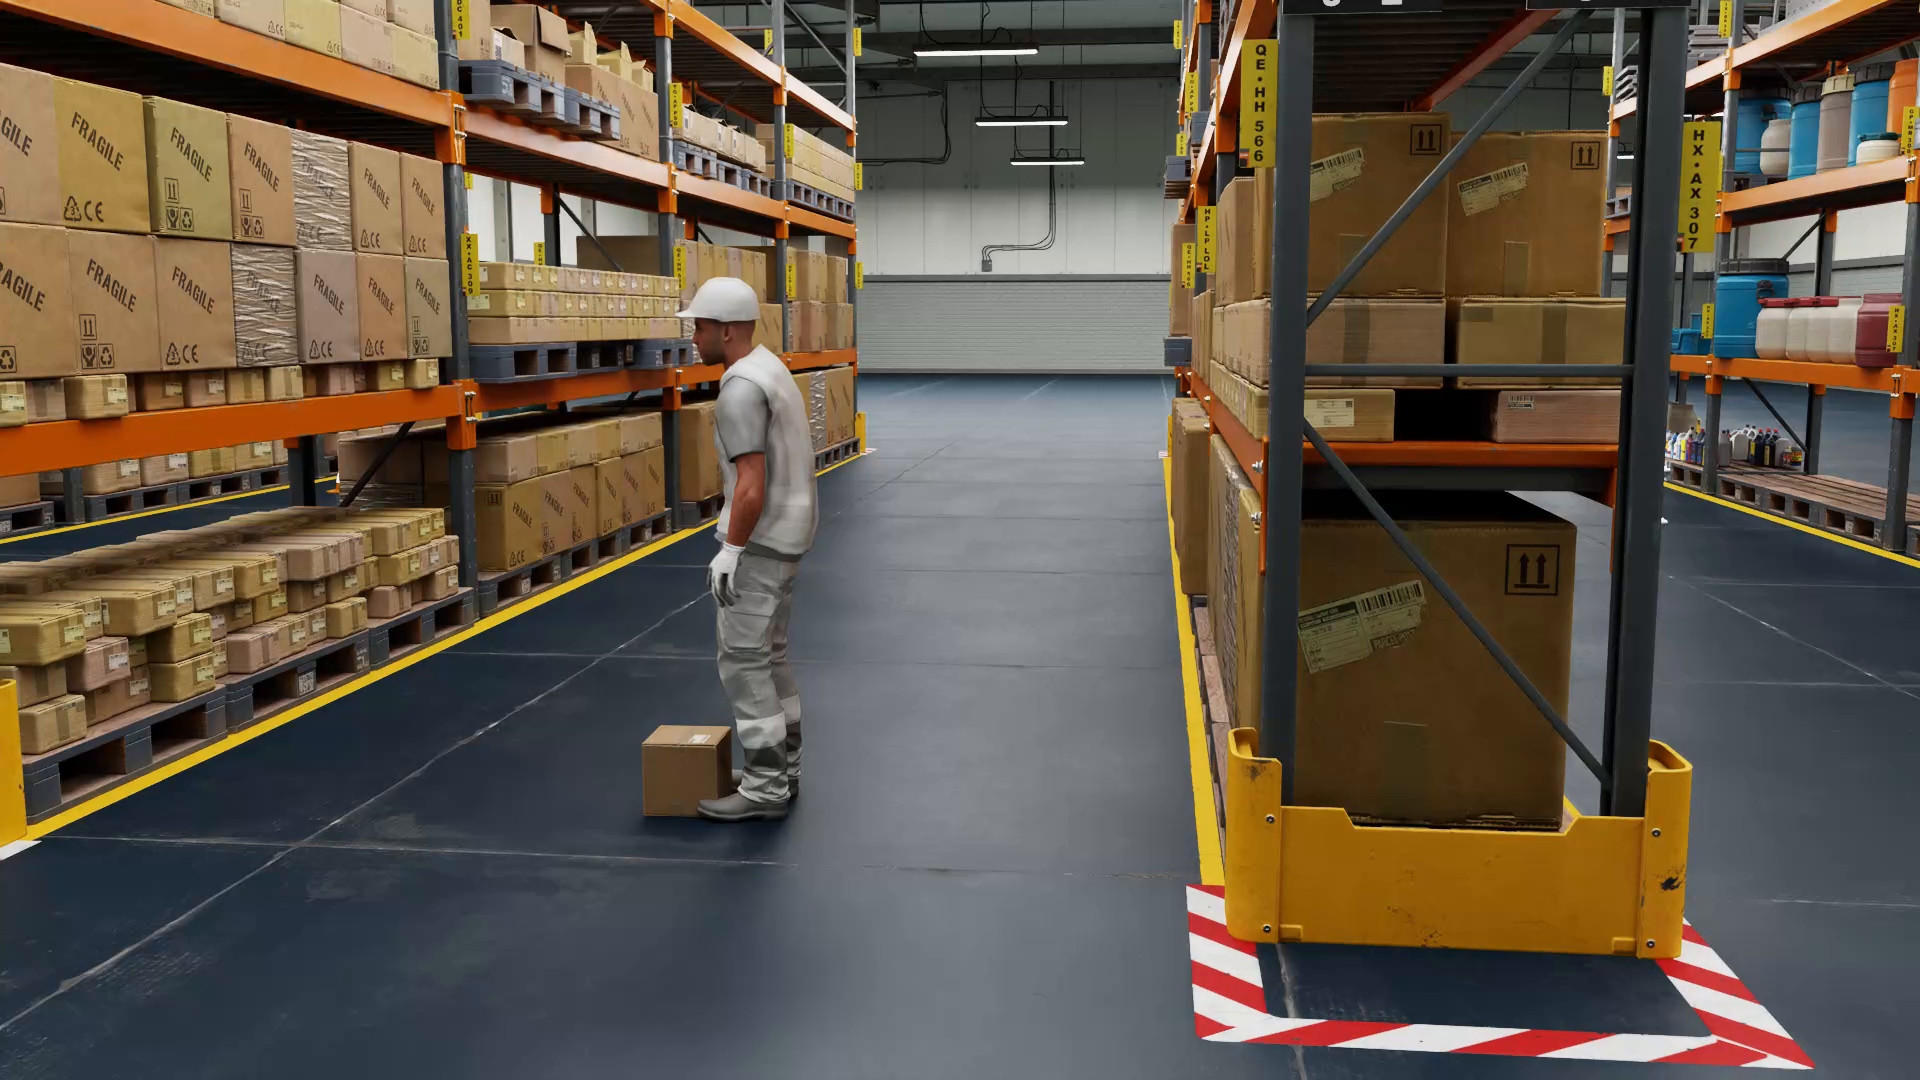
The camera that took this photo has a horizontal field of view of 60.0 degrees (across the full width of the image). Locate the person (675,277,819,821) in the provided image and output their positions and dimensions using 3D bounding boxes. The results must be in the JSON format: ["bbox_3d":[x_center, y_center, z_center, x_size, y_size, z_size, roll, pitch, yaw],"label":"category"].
[{"bbox_3d":[-0.700,0.029,5.520,0.454,1.776,0.620,1,8,5],"label":"person"}]
